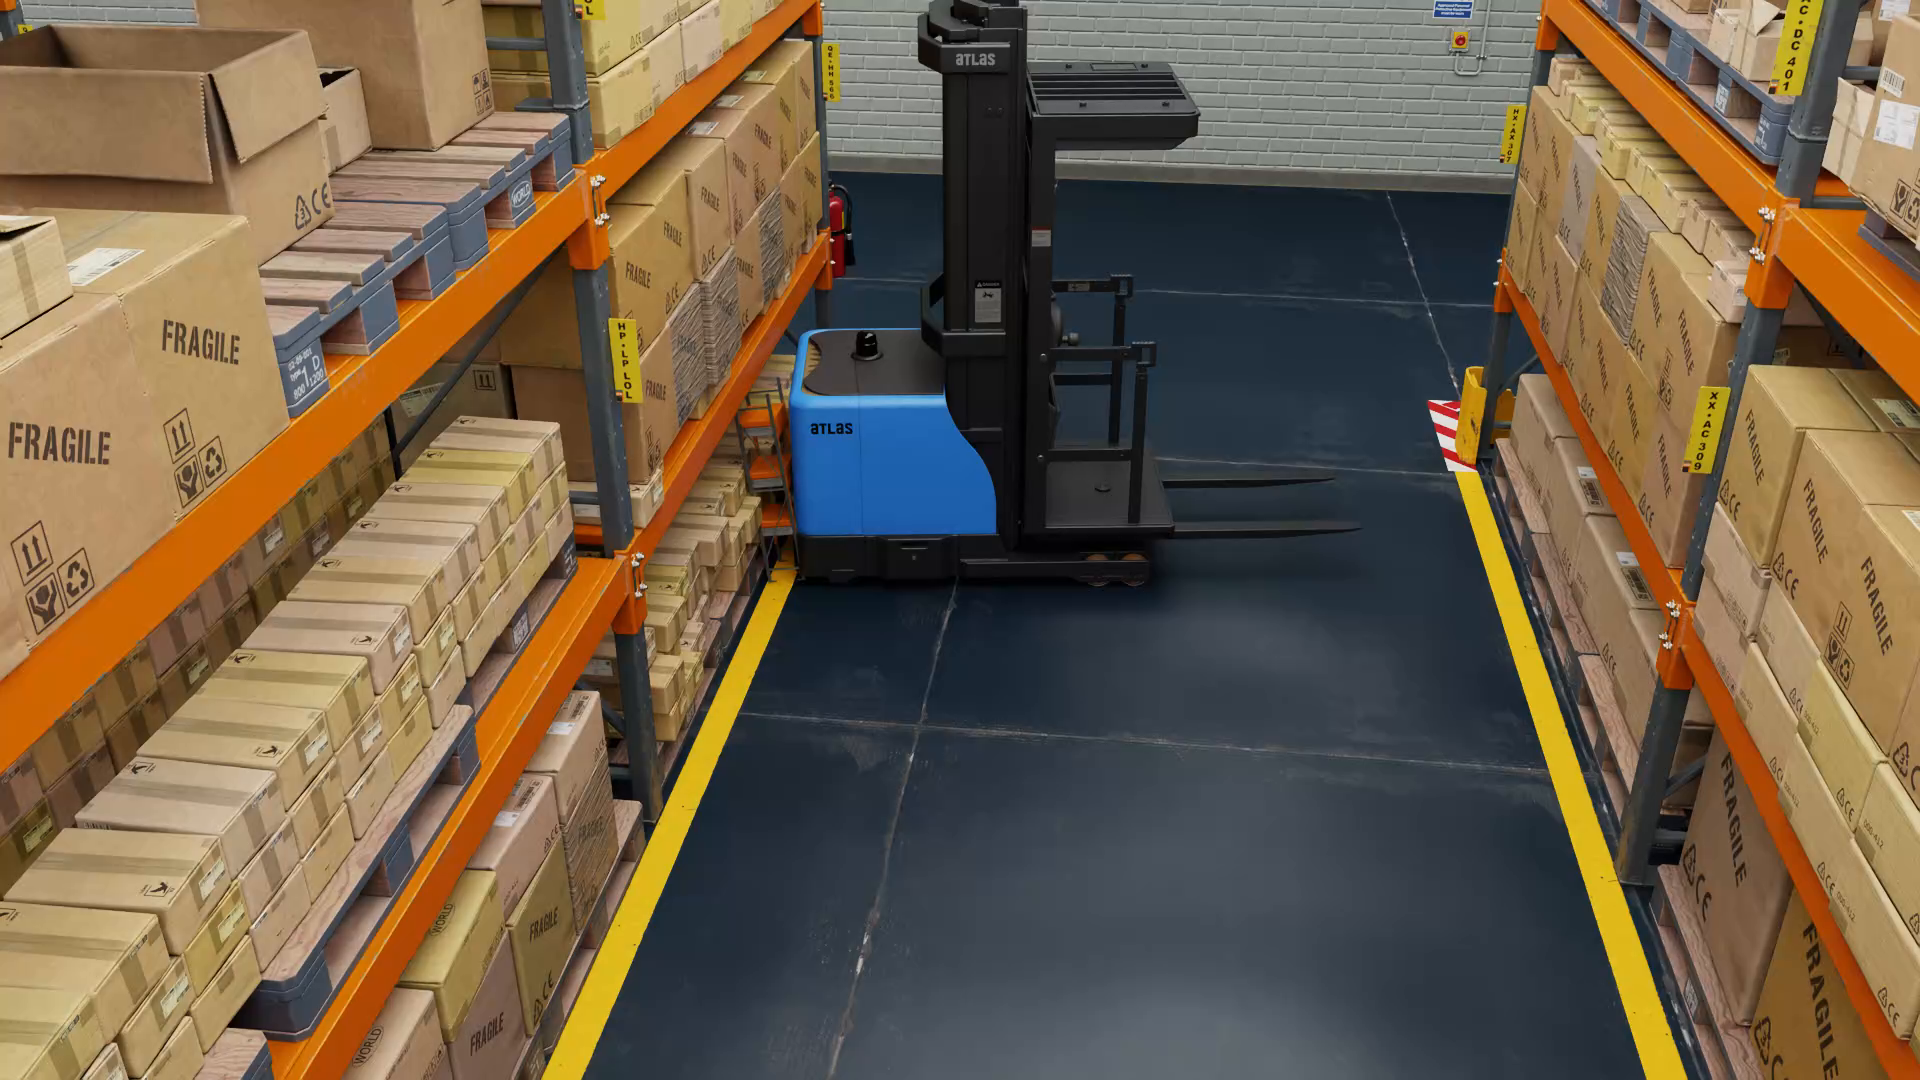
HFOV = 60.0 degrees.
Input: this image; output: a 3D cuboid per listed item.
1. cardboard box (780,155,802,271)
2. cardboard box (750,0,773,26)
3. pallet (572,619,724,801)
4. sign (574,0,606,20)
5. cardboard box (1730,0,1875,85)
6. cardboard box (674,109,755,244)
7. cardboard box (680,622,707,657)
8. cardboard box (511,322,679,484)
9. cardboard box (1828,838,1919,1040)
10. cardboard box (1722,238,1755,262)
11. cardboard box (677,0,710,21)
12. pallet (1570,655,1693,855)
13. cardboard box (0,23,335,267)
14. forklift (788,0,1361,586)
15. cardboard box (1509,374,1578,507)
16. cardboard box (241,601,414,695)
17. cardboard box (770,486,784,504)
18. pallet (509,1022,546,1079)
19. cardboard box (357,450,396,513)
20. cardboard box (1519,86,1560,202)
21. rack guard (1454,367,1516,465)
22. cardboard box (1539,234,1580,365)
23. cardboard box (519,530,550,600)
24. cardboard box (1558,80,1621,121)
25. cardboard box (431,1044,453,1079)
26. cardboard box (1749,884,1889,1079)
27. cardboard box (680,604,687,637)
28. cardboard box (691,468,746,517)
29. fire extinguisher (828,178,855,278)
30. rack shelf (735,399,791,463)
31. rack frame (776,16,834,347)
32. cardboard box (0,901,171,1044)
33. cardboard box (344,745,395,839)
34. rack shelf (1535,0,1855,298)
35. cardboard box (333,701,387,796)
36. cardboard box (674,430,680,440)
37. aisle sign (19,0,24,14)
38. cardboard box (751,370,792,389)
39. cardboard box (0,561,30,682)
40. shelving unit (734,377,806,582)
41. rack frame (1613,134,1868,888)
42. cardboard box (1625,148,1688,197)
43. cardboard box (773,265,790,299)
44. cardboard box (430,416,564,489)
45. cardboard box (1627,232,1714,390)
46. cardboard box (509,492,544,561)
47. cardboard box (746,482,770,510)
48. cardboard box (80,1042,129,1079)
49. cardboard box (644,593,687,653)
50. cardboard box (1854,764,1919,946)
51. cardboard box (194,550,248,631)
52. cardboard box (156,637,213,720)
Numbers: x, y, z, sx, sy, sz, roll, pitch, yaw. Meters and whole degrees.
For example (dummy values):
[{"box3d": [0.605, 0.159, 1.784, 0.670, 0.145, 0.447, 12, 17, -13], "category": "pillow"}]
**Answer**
[{"box3d": [-1.150, -1.764, 8.942, 0.500, 0.500, 0.500, 3, 28, 5], "category": "cardboard box"}, {"box3d": [-1.205, -2.609, 7.926, 0.500, 0.250, 0.500, 5, 29, 8], "category": "cardboard box"}, {"box3d": [-1.725, 0.735, 7.663, 1.003, 0.211, 1.213, 3, 28, 6], "category": "pallet"}, {"box3d": [-1.221, -1.865, 5.427, 0.100, 0.325, 0.005, 3, 28, 6], "category": "sign"}, {"box3d": [2.913, -1.744, 5.755, 0.396, 0.266, 0.258, 4, 29, 8], "category": "cardboard box"}, {"box3d": [-1.270, -1.710, 7.787, 0.500, 0.500, 0.500, 2, 28, 4], "category": "cardboard box"}, {"box3d": [-1.398, 0.498, 7.726, 0.380, 0.149, 0.250, 3, 28, 6], "category": "cardboard box"}, {"box3d": [-1.462, -0.568, 6.722, 0.500, 0.500, 0.500, 3, 28, 5], "category": "cardboard box"}, {"box3d": [2.626, 1.042, 4.311, 0.500, 0.250, 0.500, 3, 28, 5], "category": "cardboard box"}, {"box3d": [3.014, -0.985, 6.073, 0.380, 0.149, 0.250, 4, 29, 7], "category": "cardboard box"}, {"box3d": [-1.334, -2.332, 6.884, 0.500, 0.250, 0.500, 4, 29, 7], "category": "cardboard box"}, {"box3d": [3.323, 0.940, 7.283, 1.003, 0.211, 1.213, 3, 28, 6], "category": "pallet"}, {"box3d": [-2.092, -1.006, 4.240, 0.797, 0.503, 0.637, 3, 28, 6], "category": "cardboard box"}, {"box3d": [0.628, -1.298, 8.568, 3.031, 2.935, 1.130, -1, 28, -1], "category": "forklift"}, {"box3d": [3.661, -0.558, 9.381, 0.875, 0.438, 0.875, 2, 28, 4], "category": "cardboard box"}, {"box3d": [-1.789, 0.303, 4.719, 0.380, 0.149, 0.250, 2, 28, 4], "category": "cardboard box"}, {"box3d": [-1.175, -0.240, 9.096, 0.380, 0.149, 0.250, 2, 28, 4], "category": "cardboard box"}, {"box3d": [-2.014, 1.996, 5.323, 1.003, 0.211, 1.213, 3, 28, 6], "category": "pallet"}, {"box3d": [-2.277, -0.221, 6.006, 0.380, 0.149, 0.250, 4, 29, 7], "category": "cardboard box"}, {"box3d": [3.301, -2.092, 8.811, 0.500, 0.500, 0.500, 3, 28, 5], "category": "cardboard box"}, {"box3d": [3.646, -0.728, 10.074, 1.175, 0.500, 0.348, 3, 28, 6], "category": "rack guard"}, {"box3d": [3.184, -1.174, 8.161, 0.500, 0.500, 0.500, 3, 28, 6], "category": "cardboard box"}, {"box3d": [-1.656, 0.072, 5.775, 0.380, 0.149, 0.250, 4, 29, 6], "category": "cardboard box"}, {"box3d": [3.217, -2.193, 8.314, 0.380, 0.149, 0.250, 4, 29, 8], "category": "cardboard box"}, {"box3d": [-1.807, 1.827, 4.888, 0.500, 0.500, 0.500, 3, 28, 5], "category": "cardboard box"}, {"box3d": [3.053, 1.538, 5.029, 0.875, 0.875, 0.875, 4, 29, 8], "category": "cardboard box"}, {"box3d": [-1.475, 0.372, 7.647, 0.380, 0.149, 0.250, 3, 28, 6], "category": "cardboard box"}, {"box3d": [-1.308, -0.250, 8.488, 0.380, 0.149, 0.250, 3, 29, 6], "category": "cardboard box"}, {"box3d": [-0.794, -1.951, 10.183, 0.296, 0.674, 0.183, 3, 28, 6], "category": "fire extinguisher"}, {"box3d": [-1.008, -0.553, 8.569, 0.215, 0.259, 0.240, -4, 25, 10], "category": "rack shelf"}, {"box3d": [-1.283, -2.057, 9.906, 1.000, 3.000, 0.127, 3, 28, 6], "category": "rack frame"}, {"box3d": [-1.949, 0.924, 3.567, 0.380, 0.149, 0.250, 3, 28, 6], "category": "cardboard box"}, {"box3d": [-1.814, 0.689, 4.631, 0.380, 0.149, 0.250, 2, 28, 5], "category": "cardboard box"}, {"box3d": [3.398, -1.880, 7.172, 1.077, 0.370, 4.000, 3, 28, 6], "category": "rack shelf"}, {"box3d": [-1.819, 0.554, 4.568, 0.380, 0.149, 0.250, 4, 29, 8], "category": "cardboard box"}, {"box3d": [-1.436, -0.560, 7.392, 0.380, 0.149, 0.250, 2, 28, 4], "category": "cardboard box"}, {"box3d": [-5.886, -3.554, 9.943, 0.394, 0.787, 0.004, 3, 28, 6], "category": "aisle sign"}, {"box3d": [-1.184, -0.870, 9.638, 0.380, 0.149, 0.250, 4, 29, 7], "category": "cardboard box"}, {"box3d": [-1.929, 0.091, 2.651, 0.500, 0.500, 0.500, 3, 28, 6], "category": "cardboard box"}, {"box3d": [-0.971, -0.308, 8.683, 0.215, 1.050, 0.252, -4, 25, 10], "category": "shelving unit"}, {"box3d": [3.152, 0.066, 5.965, 1.000, 3.000, 0.127, 3, 28, 6], "category": "rack frame"}, {"box3d": [3.109, -1.582, 7.181, 0.380, 0.149, 0.250, 3, 28, 6], "category": "cardboard box"}, {"box3d": [-1.134, -1.421, 8.991, 0.380, 0.149, 0.250, 4, 29, 8], "category": "cardboard box"}, {"box3d": [-1.628, -0.310, 5.858, 0.380, 0.149, 0.250, 5, 29, 9], "category": "cardboard box"}, {"box3d": [3.006, -0.895, 6.589, 0.500, 0.500, 0.500, 3, 28, 5], "category": "cardboard box"}, {"box3d": [-1.657, -0.057, 5.701, 0.380, 0.149, 0.250, 4, 29, 7], "category": "cardboard box"}, {"box3d": [-1.226, -0.244, 8.790, 0.380, 0.149, 0.250, 5, 29, 9], "category": "cardboard box"}, {"box3d": [-1.973, 1.160, 3.443, 0.380, 0.149, 0.250, 5, 29, 9], "category": "cardboard box"}, {"box3d": [-1.432, 0.358, 7.359, 0.380, 0.149, 0.250, 5, 29, 9], "category": "cardboard box"}, {"box3d": [2.635, 0.824, 4.190, 0.500, 0.250, 0.500, 3, 28, 5], "category": "cardboard box"}, {"box3d": [-2.403, 0.138, 5.026, 0.380, 0.149, 0.250, 3, 28, 6], "category": "cardboard box"}, {"box3d": [-2.433, 0.397, 4.859, 0.380, 0.149, 0.250, 3, 28, 5], "category": "cardboard box"}]
